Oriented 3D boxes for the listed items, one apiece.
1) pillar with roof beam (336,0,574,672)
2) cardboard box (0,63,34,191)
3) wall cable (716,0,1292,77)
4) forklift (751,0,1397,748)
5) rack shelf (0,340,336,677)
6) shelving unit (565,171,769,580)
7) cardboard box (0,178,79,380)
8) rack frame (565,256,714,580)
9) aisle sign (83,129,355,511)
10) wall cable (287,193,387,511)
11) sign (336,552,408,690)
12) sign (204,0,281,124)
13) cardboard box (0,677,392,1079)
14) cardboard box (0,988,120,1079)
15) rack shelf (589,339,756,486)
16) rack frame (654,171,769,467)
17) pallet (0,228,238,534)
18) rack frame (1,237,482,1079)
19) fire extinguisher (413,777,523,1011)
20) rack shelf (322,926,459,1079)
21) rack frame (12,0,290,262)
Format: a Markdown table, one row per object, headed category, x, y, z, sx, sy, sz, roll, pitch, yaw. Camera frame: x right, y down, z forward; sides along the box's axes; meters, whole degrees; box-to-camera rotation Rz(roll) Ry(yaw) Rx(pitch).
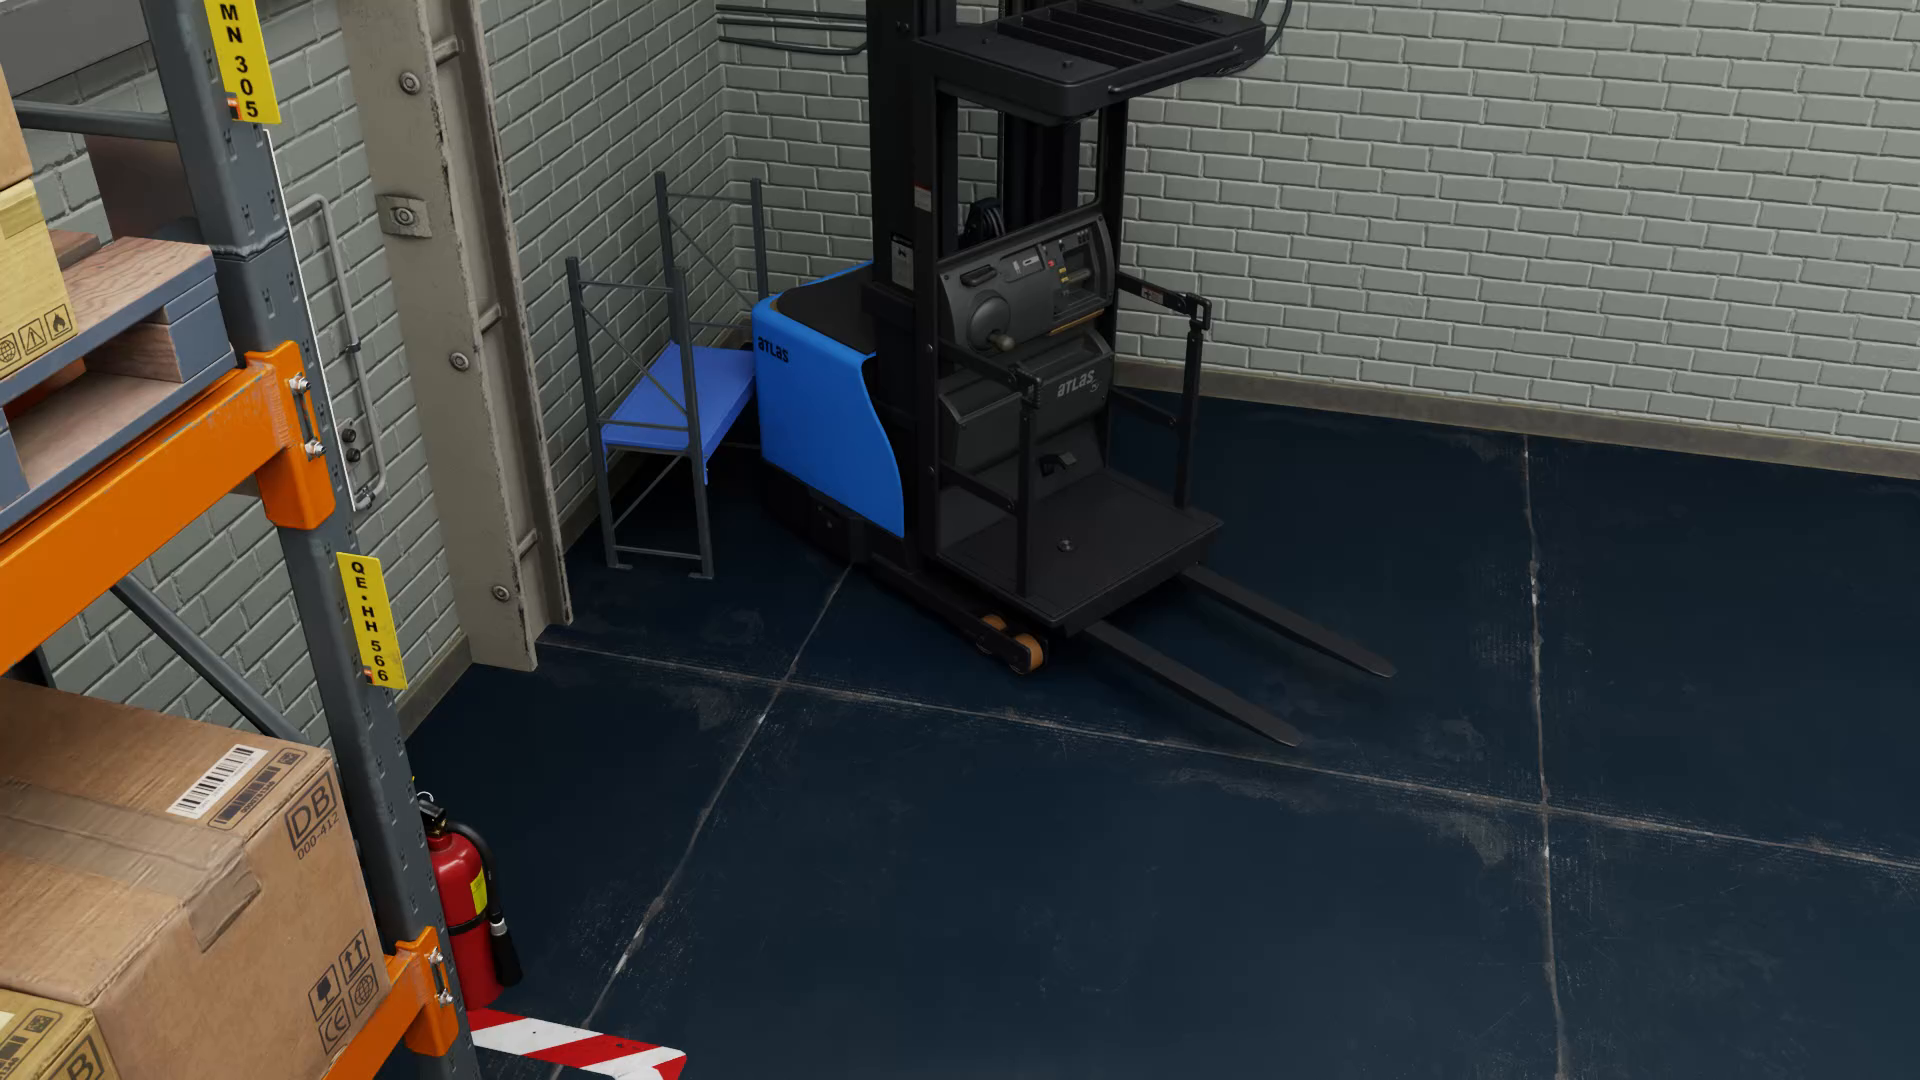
| category | x | y | z | sx | sy | sz | roll | pitch | yaw |
| --- | --- | --- | --- | --- | --- | --- | --- | --- | --- |
| pillar with roof beam | 2.292 | -2.789 | 3.749 | 9.100 | 9.000 | 0.400 | 8 | 33 | 12 |
| cardboard box | -1.643 | -0.646 | 2.130 | 0.500 | 0.500 | 0.500 | 8 | 33 | 12 |
| wall cable | 0.060 | -3.432 | 7.655 | 3.097 | 2.526 | 0.112 | 8 | 33 | 12 |
| forklift | 0.431 | -0.996 | 6.584 | 1.130 | 2.935 | 3.031 | -27 | 41 | -36 |
| rack shelf | -2.228 | 0.752 | 1.647 | 1.077 | 0.370 | 4.000 | 8 | 33 | 12 |
| shelving unit | -1.251 | -0.755 | 7.540 | 0.538 | 1.500 | 1.048 | 6 | 33 | 10 |
| cardboard box | -1.650 | -0.330 | 2.332 | 0.500 | 0.250 | 0.500 | 9 | 34 | 14 |
| rack frame | -1.355 | -0.488 | 7.120 | 0.500 | 1.500 | 0.032 | 6 | 33 | 10 |
| aisle sign | -1.412 | -0.418 | 3.188 | 0.394 | 0.787 | 0.004 | 8 | 33 | 12 |
| wall cable | -2.311 | -0.546 | 4.866 | 0.084 | 1.984 | 1.851 | 8 | 33 | 12 |
| sign | -1.199 | 0.168 | 3.389 | 0.100 | 0.325 | 0.005 | 8 | 33 | 12 |
| sign | -1.199 | -0.849 | 2.742 | 0.100 | 0.325 | 0.005 | 8 | 33 | 12 |
| cardboard box | -1.841 | 0.815 | 3.392 | 0.980 | 0.700 | 0.700 | 10 | 34 | 15 |
| cardboard box | -2.014 | 1.194 | 2.796 | 0.980 | 0.700 | 0.700 | 8 | 33 | 12 |
| rack shelf | -1.251 | -0.604 | 7.636 | 0.538 | 0.185 | 1.000 | 6 | 33 | 10 |
| rack frame | -1.148 | -1.022 | 7.960 | 0.500 | 1.500 | 0.032 | 6 | 33 | 10 |
| pallet | -1.899 | -0.166 | 2.502 | 1.003 | 0.211 | 1.213 | 8 | 33 | 12 |
| rack frame | -1.721 | 0.676 | 3.891 | 1.000 | 3.000 | 0.127 | 8 | 33 | 12 |
| fire extinguisher | -1.236 | 0.850 | 4.036 | 0.296 | 0.674 | 0.183 | 8 | 33 | 12 |
| rack shelf | -2.228 | 2.017 | 2.451 | 1.077 | 0.370 | 4.000 | 8 | 33 | 12 |
| rack frame | -1.721 | -1.856 | 2.281 | 1.000 | 3.000 | 0.127 | 8 | 33 | 12 |
